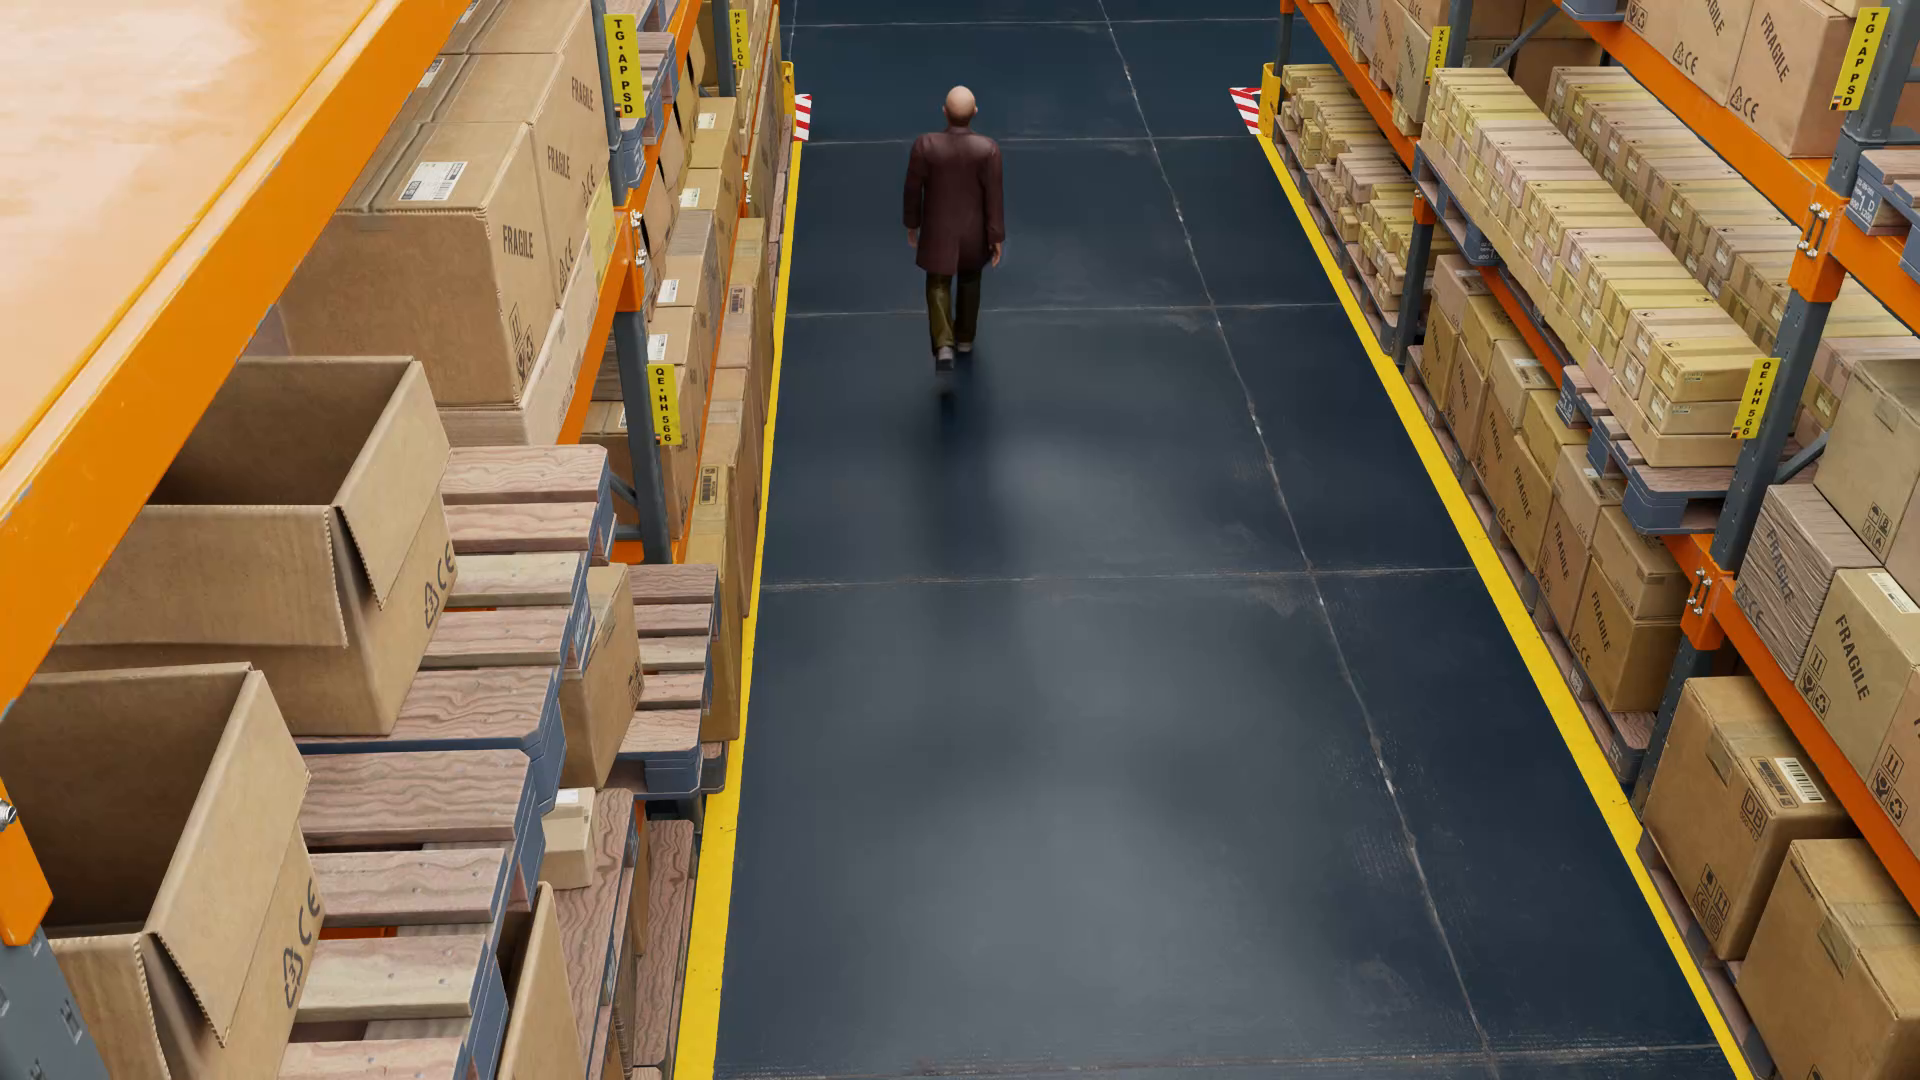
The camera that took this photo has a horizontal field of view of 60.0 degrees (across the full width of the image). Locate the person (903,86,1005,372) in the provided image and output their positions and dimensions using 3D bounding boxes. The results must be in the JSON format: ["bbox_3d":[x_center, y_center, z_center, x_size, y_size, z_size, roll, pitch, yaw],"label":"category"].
[{"bbox_3d":[-0.038,-1.823,9.823,0.604,1.747,0.960,-1,35,-1],"label":"person"}]
